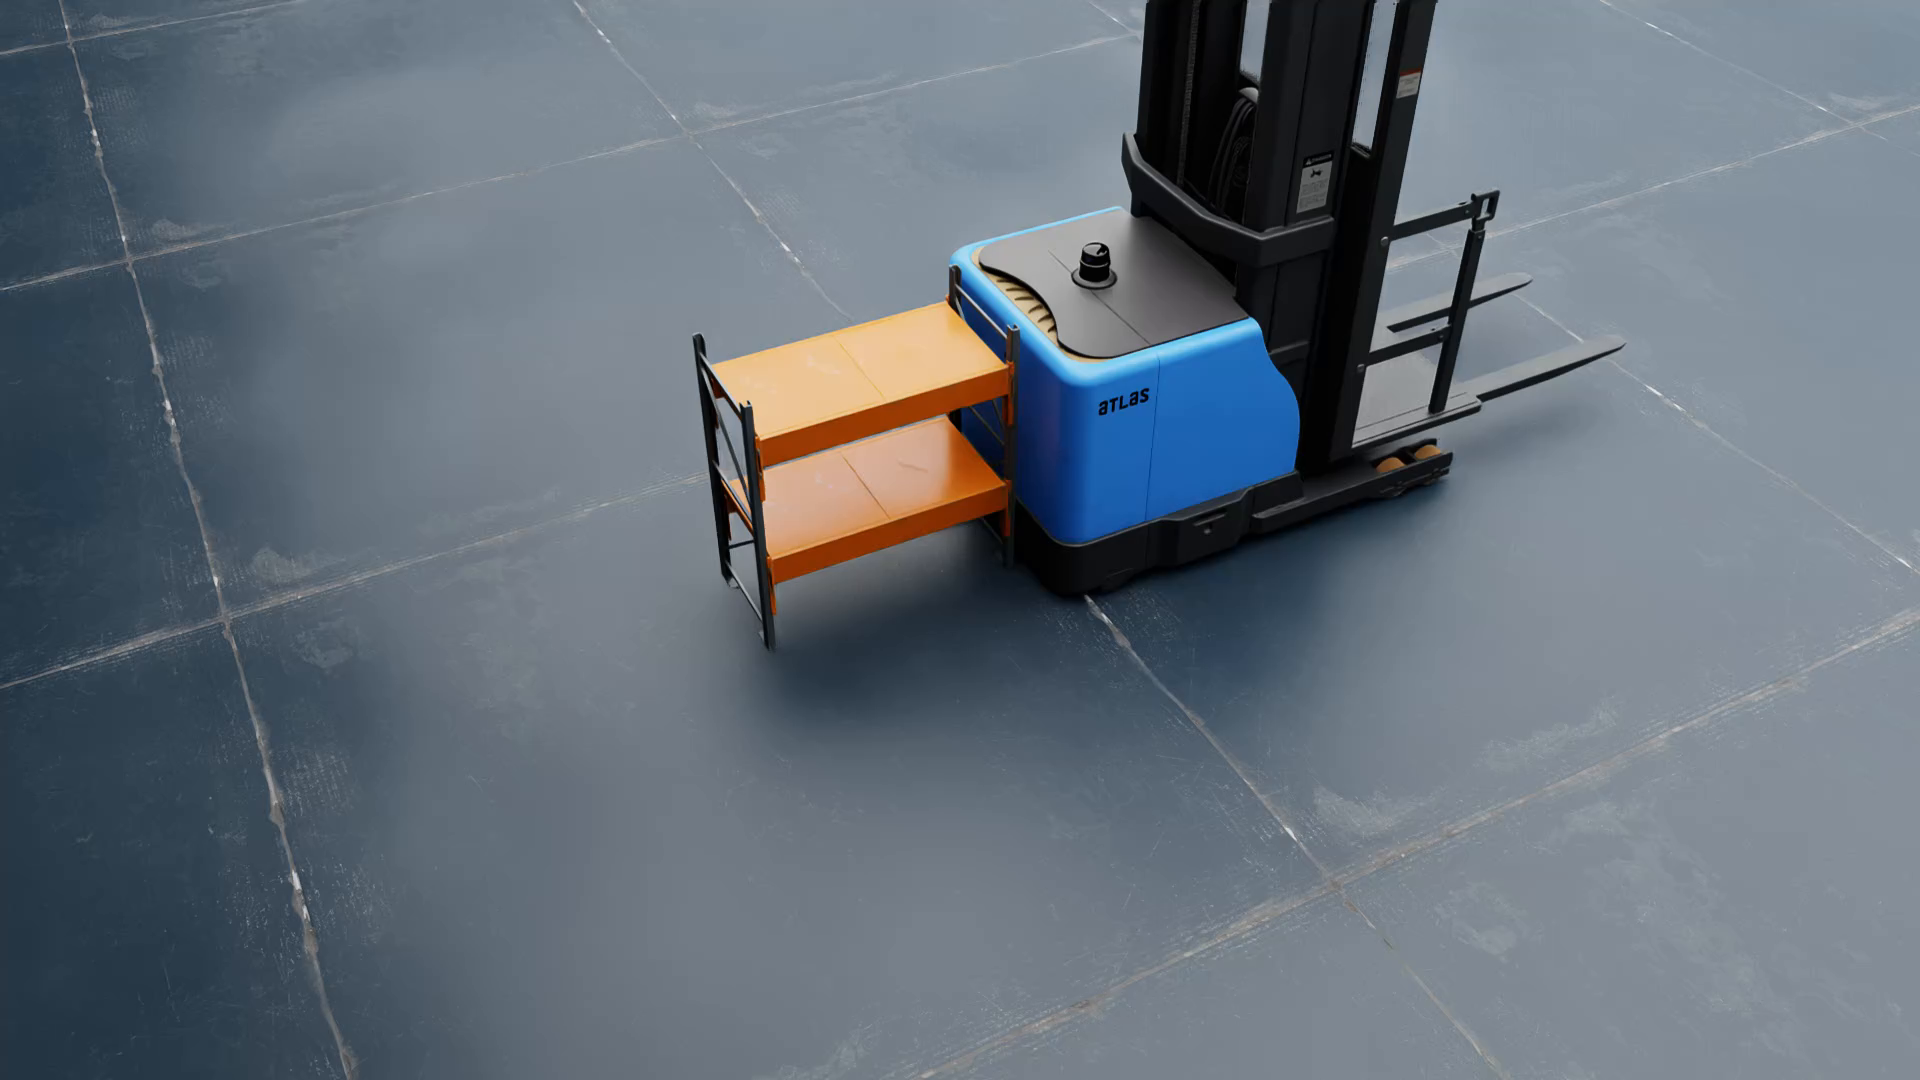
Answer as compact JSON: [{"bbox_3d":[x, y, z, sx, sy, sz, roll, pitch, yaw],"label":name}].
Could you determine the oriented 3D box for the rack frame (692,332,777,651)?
[{"bbox_3d":[-0.818,-0.159,6.067,0.032,1.125,0.500,-18,44,-20],"label":"rack frame"}]

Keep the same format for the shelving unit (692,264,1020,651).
[{"bbox_3d":[-0.366,-0.309,6.244,1.048,1.125,0.538,-18,44,-20],"label":"shelving unit"}]

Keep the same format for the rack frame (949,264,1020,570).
[{"bbox_3d":[0.086,-0.458,6.421,0.032,1.125,0.500,-18,44,-20],"label":"rack frame"}]

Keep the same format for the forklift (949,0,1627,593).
[{"bbox_3d":[1.493,-1.581,6.349,3.031,2.935,1.130,-18,44,-20],"label":"forklift"}]

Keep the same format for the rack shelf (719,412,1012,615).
[{"bbox_3d":[-0.366,-0.122,6.402,1.000,0.278,0.538,-18,44,-20],"label":"rack shelf"}]

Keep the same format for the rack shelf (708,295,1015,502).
[{"bbox_3d":[-0.366,-0.532,6.055,1.000,0.278,0.538,-18,44,-20],"label":"rack shelf"}]
